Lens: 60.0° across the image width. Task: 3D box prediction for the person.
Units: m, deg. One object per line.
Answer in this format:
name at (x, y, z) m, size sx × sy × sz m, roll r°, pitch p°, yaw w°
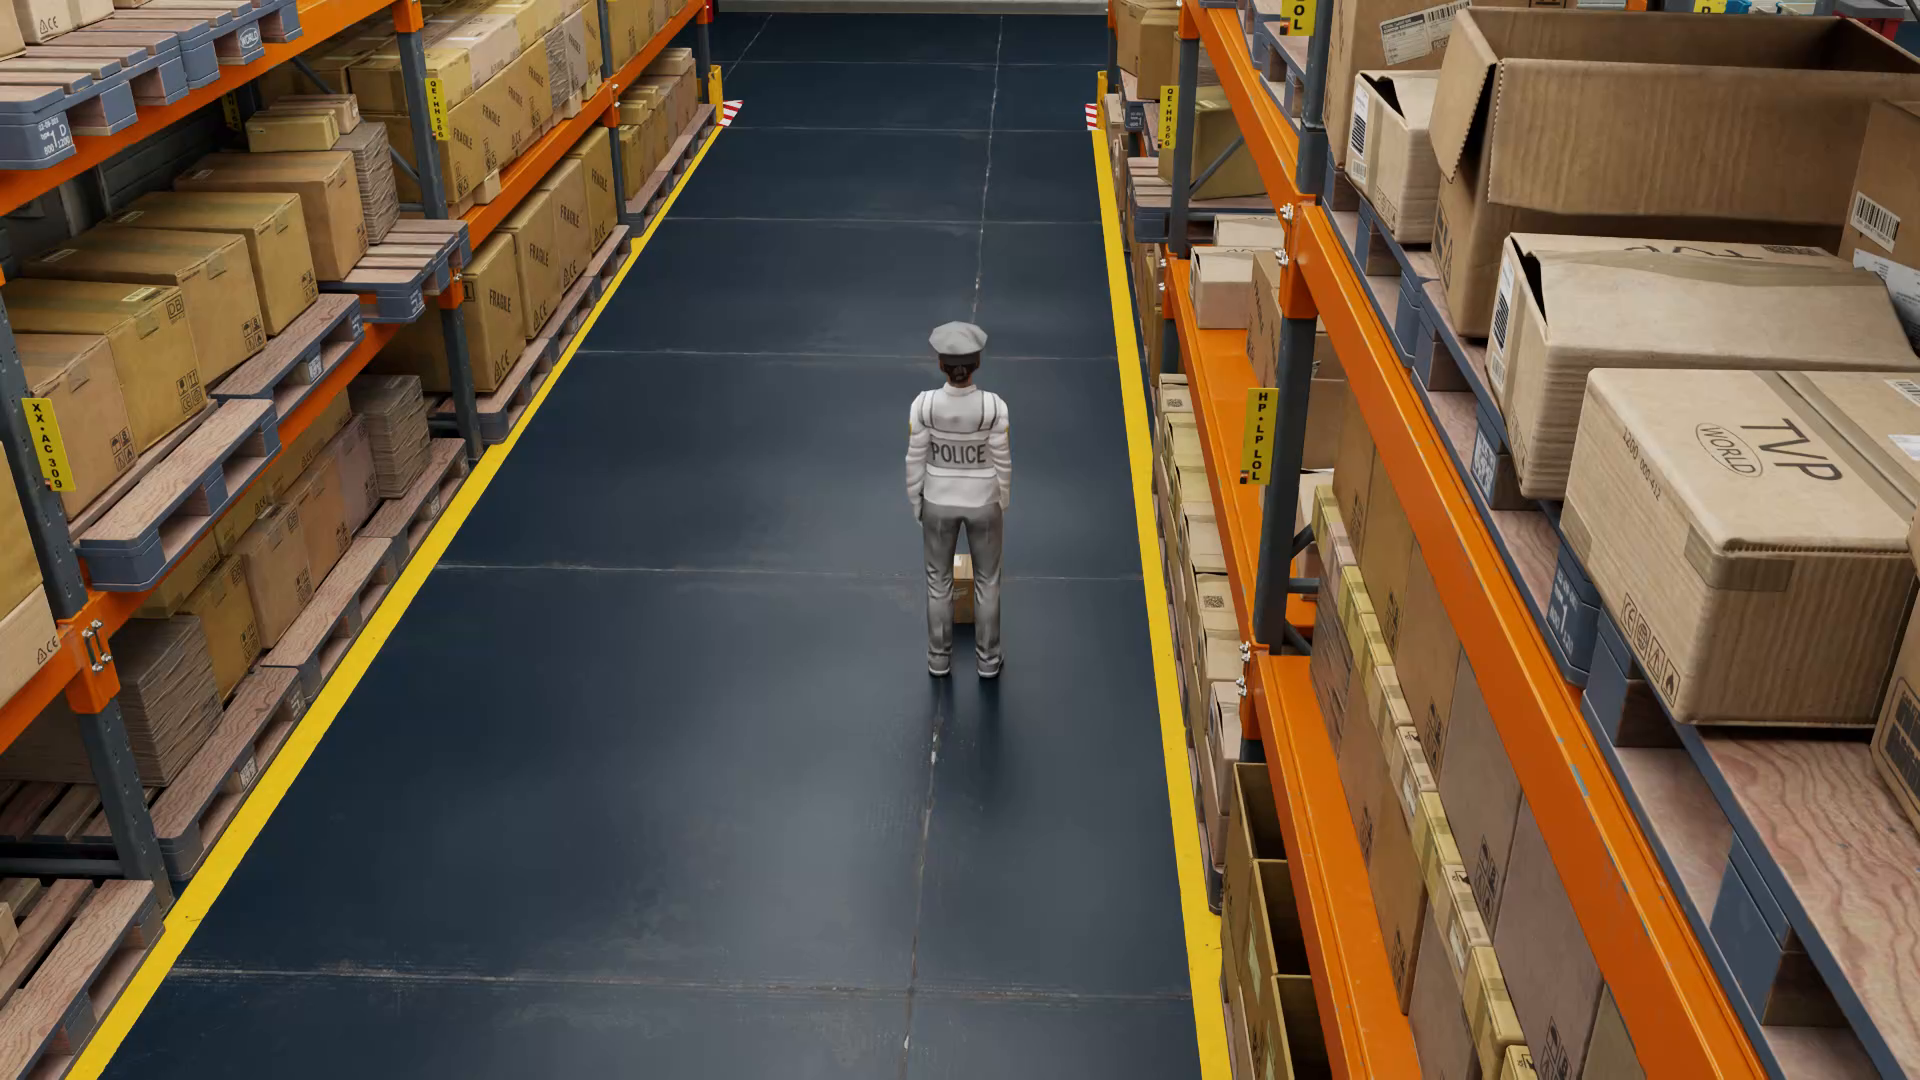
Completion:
person at (-0.004, -0.159, 7.422) m, size 0.468 × 1.669 × 0.329 m, roll 2°, pitch 28°, yaw 3°
